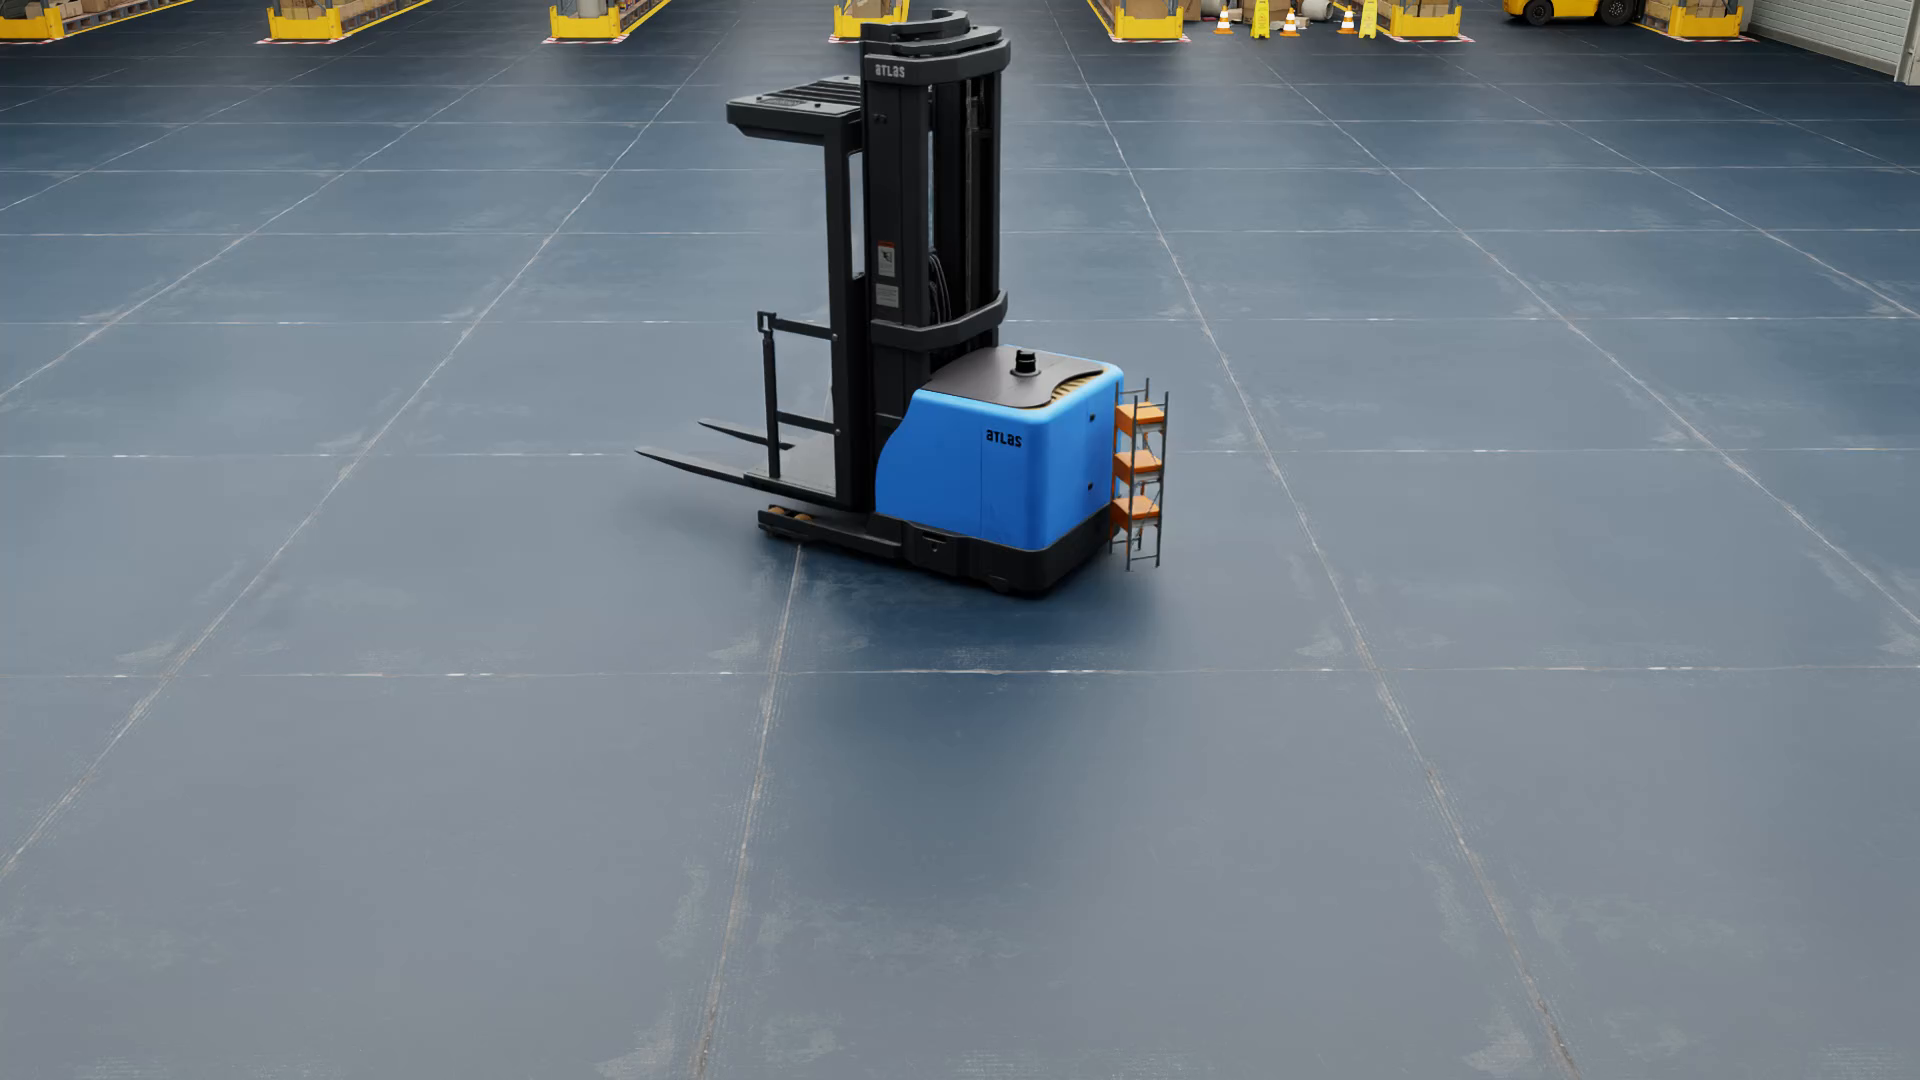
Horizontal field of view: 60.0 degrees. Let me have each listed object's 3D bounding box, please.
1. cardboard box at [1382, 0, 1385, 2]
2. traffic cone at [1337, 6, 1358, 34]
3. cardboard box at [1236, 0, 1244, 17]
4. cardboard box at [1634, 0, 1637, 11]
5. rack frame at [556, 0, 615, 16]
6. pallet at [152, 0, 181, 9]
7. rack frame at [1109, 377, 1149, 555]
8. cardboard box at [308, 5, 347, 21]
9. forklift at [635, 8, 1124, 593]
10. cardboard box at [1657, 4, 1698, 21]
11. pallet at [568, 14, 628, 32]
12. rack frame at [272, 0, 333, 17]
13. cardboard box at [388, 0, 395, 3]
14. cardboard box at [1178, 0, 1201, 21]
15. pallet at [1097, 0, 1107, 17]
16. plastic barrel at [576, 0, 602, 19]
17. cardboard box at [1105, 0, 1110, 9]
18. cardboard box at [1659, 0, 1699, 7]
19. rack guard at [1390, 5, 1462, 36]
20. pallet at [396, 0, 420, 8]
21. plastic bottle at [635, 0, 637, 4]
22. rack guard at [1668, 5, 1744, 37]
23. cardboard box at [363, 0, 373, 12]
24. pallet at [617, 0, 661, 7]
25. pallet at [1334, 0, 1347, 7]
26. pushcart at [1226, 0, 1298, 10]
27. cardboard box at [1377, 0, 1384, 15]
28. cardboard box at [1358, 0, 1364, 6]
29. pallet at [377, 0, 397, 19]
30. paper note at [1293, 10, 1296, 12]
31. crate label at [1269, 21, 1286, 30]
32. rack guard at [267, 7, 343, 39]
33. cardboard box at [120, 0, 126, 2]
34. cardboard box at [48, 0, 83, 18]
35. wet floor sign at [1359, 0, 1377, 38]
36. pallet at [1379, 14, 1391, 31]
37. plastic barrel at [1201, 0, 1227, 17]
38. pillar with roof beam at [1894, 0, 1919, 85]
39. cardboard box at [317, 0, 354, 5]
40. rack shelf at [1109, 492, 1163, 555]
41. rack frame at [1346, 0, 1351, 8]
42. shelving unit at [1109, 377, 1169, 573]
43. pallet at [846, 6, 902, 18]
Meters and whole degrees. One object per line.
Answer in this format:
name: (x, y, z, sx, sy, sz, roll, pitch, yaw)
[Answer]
cardboard box: (8.000, -10.173, 30.520, 0.500, 0.500, 0.500, 1, 24, 1)
traffic cone: (6.984, -9.364, 29.893, 0.336, 0.463, 0.334, 0, 24, -1)
cardboard box: (5.710, -10.371, 31.905, 0.797, 0.637, 0.503, 0, 24, -1)
cardboard box: (12.901, -10.128, 31.331, 0.500, 0.250, 0.500, 1, 24, 1)
rack frame: (-6.583, -10.282, 28.844, 1.000, 3.000, 0.127, 0, 24, -1)
pallet: (-16.543, -10.936, 33.674, 1.003, 0.211, 1.213, 0, 24, -1)
rack frame: (0.950, -0.405, 9.372, 0.200, 1.050, 0.008, -8, 26, -17)
cardboard box: (-11.320, -9.422, 29.769, 0.500, 0.250, 0.500, 0, 24, -1)
forklift: (-0.590, -1.487, 9.481, 3.031, 2.935, 1.130, 14, 28, 29)
cardboard box: (12.921, -9.503, 29.949, 0.500, 0.250, 0.500, 0, 24, 0)
pallet: (-6.635, -9.377, 30.227, 1.003, 0.211, 1.213, 0, 24, -1)
rack frame: (-11.536, -10.261, 28.798, 1.000, 3.000, 0.127, 0, 24, -1)
cardboard box: (-11.356, -10.658, 32.502, 0.500, 0.250, 0.500, 0, 24, -1)
cardboard box: (4.330, -10.160, 31.605, 0.500, 0.500, 0.500, 4, 25, 9)
pallet: (3.217, -10.349, 32.376, 1.003, 0.211, 1.213, 0, 24, -1)
plastic barrel: (-6.667, -9.611, 29.869, 0.421, 0.512, 0.421, 0, 24, 0)
cardboard box: (3.237, -10.525, 31.451, 0.875, 0.875, 0.875, 0, 24, 0)
cardboard box: (12.924, -9.738, 29.862, 0.500, 0.250, 0.500, -1, 24, -1)
rack guard: (8.278, -9.241, 29.576, 1.175, 0.500, 0.348, 0, 24, -1)
pallet: (-11.627, -10.942, 33.688, 1.003, 0.211, 1.213, 0, 24, -1)
plastic bottle: (-6.286, -10.483, 32.050, 0.061, 0.283, 0.133, 1, 24, 3)
rack guard: (13.242, -9.224, 29.537, 1.175, 0.500, 0.348, 0, 24, -1)
cardboard box: (-11.334, -10.040, 31.135, 0.500, 0.250, 0.500, 0, 24, -1)
pallet: (-6.674, -10.983, 33.778, 1.003, 0.211, 1.213, 0, 24, -1)
pallet: (8.225, -11.047, 33.920, 1.003, 0.211, 1.213, 0, 24, -1)
pushcart: (5.956, -10.771, 33.108, 1.648, 0.377, 0.936, -9, 26, -19)
cardboard box: (8.003, -9.833, 30.677, 0.500, 0.250, 0.500, 0, 24, 0)
cardboard box: (7.989, -10.471, 32.089, 0.500, 0.250, 0.500, 1, 24, 2)
pallet: (-11.613, -10.311, 32.292, 1.003, 0.211, 1.213, 0, 24, -1)
paper note: (6.535, -10.418, 32.748, 0.148, 0.019, 0.142, 0, 24, -1)
crate label: (5.807, -9.394, 30.355, 0.250, 0.136, 0.298, -14, 28, -28)
rack guard: (-11.536, -9.112, 29.291, 1.175, 0.500, 0.348, 0, 24, -1)
cardboard box: (-16.498, -10.575, 32.396, 0.380, 0.166, 0.250, -3, 25, -7)
cardboard box: (-16.413, -9.733, 30.359, 0.500, 0.311, 0.500, 2, 24, 4)
wet floor sign: (7.211, -9.193, 29.293, 0.267, 0.644, 0.232, 8, 26, 18)
pallet: (8.304, -9.444, 30.376, 1.003, 0.211, 1.213, 0, 24, -1)
plastic barrel: (4.833, -10.299, 32.007, 0.512, 0.421, 0.421, 19, 30, 35)
pillar with roof beam: (9.897, -10.905, 22.942, 9.100, 9.000, 0.400, 0, 24, -1)
cardboard box: (-11.327, -9.969, 30.070, 0.500, 0.500, 0.500, 0, 24, -1)
rack shelf: (0.990, -0.095, 9.385, 0.215, 0.259, 0.240, -8, 26, -17)
rack frame: (8.235, -11.997, 32.636, 1.000, 3.000, 0.127, 0, 24, -1)
shelving unit: (0.990, -0.358, 9.267, 0.215, 1.050, 0.252, -8, 26, -17)
pallet: (-1.615, -9.901, 31.386, 1.003, 0.211, 1.213, 0, 24, -1)
